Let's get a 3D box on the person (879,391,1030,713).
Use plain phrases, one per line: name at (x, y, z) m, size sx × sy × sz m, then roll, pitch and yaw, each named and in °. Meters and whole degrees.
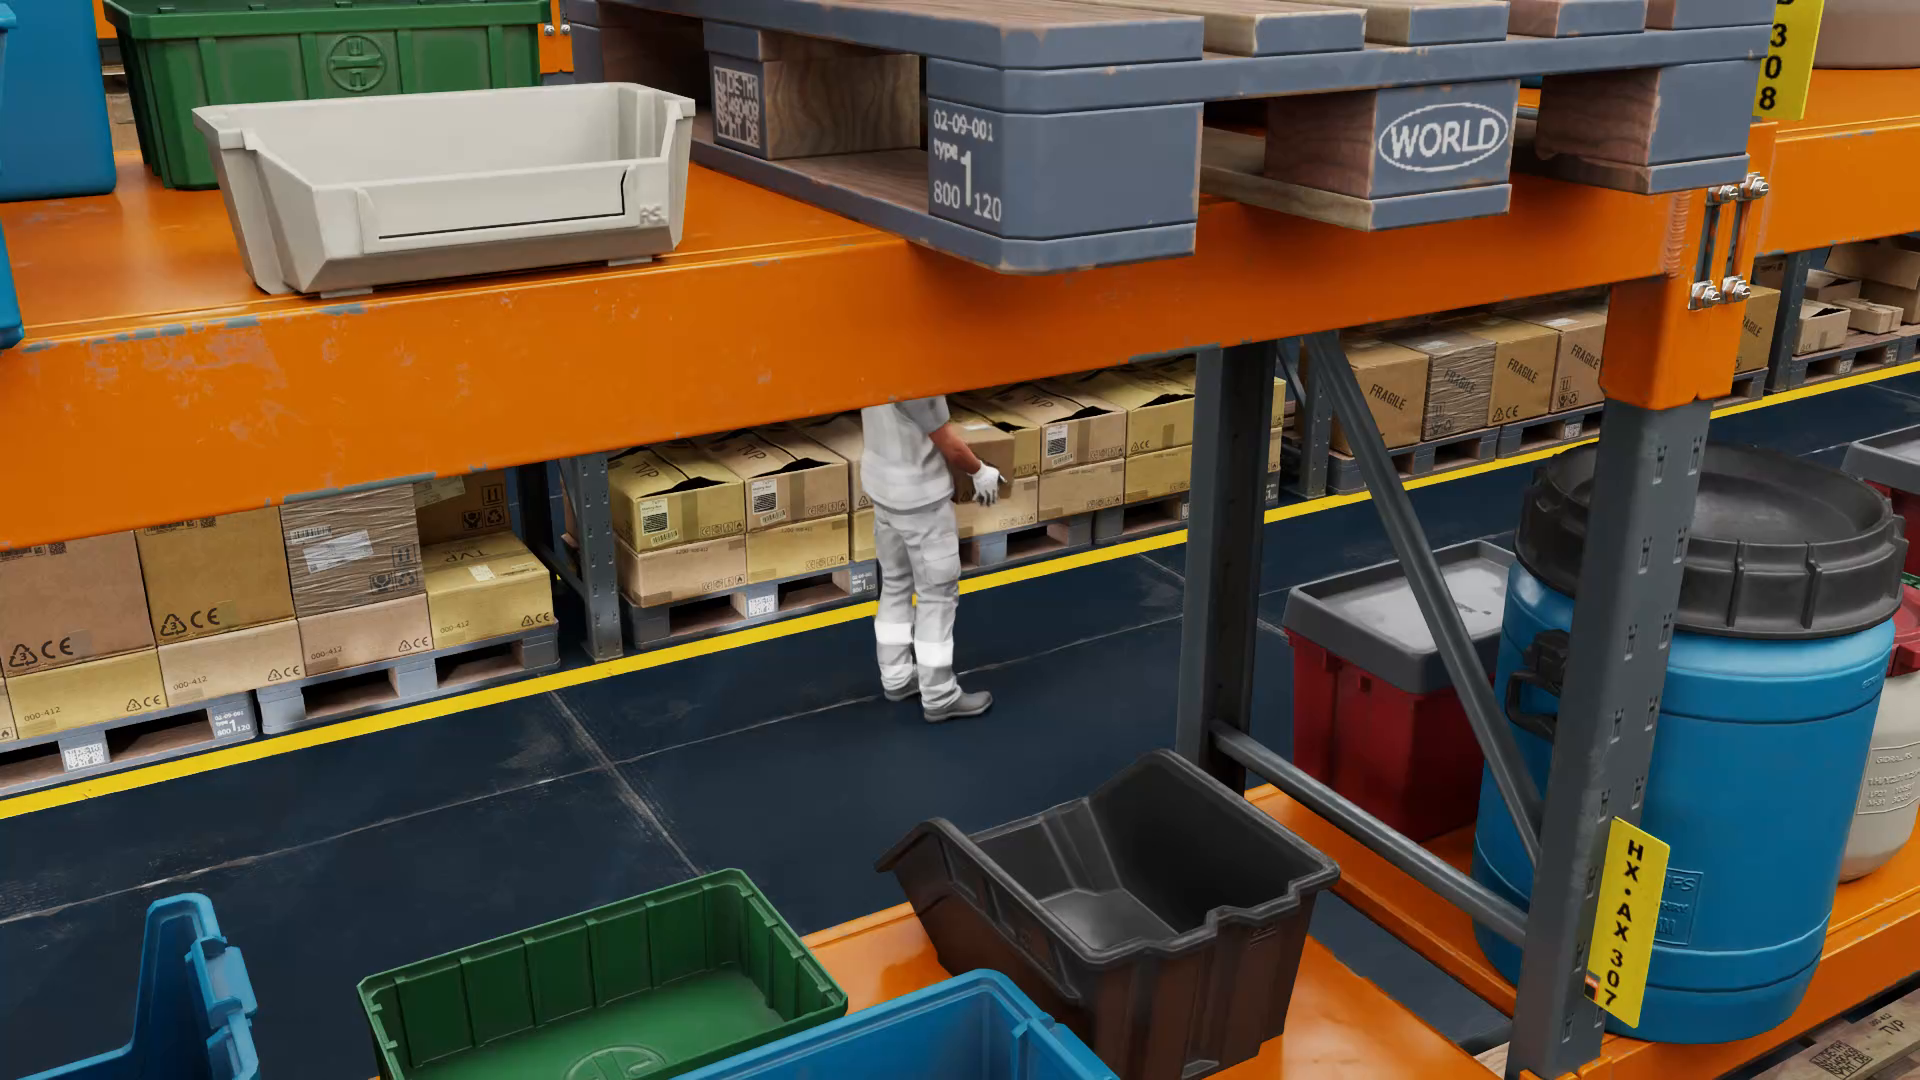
person at (-0.052, -0.204, 6.549) m, size 0.537 × 1.791 × 0.529 m, roll -12°, pitch 24°, yaw -27°
